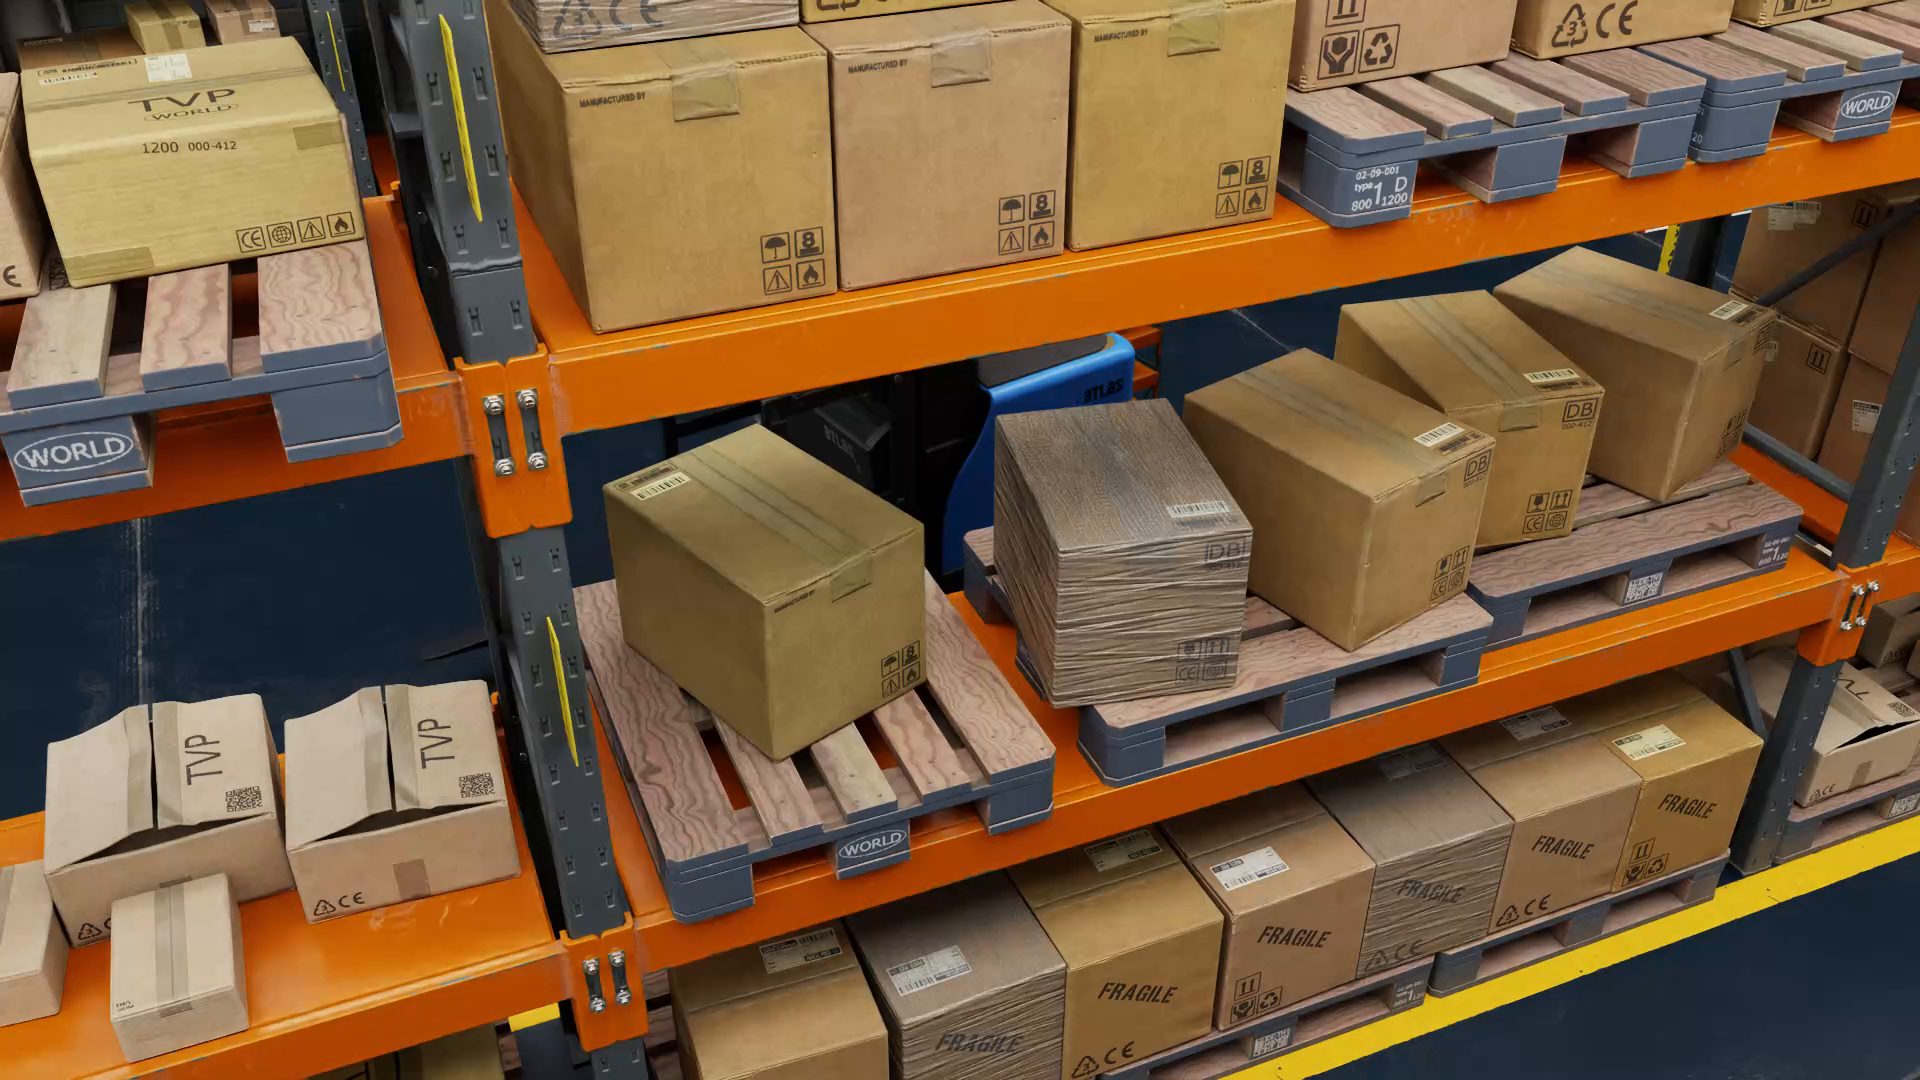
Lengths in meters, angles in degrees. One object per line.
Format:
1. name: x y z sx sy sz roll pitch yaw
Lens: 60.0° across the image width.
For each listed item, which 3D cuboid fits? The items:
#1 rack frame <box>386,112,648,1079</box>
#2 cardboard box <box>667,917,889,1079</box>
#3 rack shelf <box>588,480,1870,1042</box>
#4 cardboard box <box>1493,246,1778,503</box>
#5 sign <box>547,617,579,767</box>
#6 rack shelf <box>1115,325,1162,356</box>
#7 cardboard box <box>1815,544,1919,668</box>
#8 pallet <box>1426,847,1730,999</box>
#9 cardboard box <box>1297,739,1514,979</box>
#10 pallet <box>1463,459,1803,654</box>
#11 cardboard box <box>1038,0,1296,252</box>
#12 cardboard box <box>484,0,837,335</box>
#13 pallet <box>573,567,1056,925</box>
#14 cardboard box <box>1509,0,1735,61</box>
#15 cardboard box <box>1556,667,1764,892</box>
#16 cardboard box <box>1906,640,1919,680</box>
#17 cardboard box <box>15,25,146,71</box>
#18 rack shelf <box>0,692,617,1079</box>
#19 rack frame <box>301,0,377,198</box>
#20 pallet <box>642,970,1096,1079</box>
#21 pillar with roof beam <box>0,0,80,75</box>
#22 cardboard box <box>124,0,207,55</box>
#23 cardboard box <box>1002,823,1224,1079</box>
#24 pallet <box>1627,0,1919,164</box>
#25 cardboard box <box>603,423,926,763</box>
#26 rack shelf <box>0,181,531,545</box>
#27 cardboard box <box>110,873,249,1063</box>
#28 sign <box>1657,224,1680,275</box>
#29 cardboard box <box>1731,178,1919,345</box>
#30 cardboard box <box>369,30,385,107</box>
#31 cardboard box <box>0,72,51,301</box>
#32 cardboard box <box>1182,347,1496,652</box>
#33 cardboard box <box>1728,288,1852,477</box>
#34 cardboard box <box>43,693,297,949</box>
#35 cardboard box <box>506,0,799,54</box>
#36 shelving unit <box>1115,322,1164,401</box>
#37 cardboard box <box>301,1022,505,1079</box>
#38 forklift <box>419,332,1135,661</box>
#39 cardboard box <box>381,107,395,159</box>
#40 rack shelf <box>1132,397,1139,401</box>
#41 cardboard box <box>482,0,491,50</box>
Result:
1. rack frame: -1.042 0.524 4.194 0.127 3.000 1.000 -13 35 -19
2. cardboard box: -0.512 1.435 4.683 0.500 0.500 0.500 -11 35 -17
3. rack shelf: 0.802 0.403 5.039 4.000 0.370 1.077 -13 35 -19
4. cardboard box: 2.123 -0.551 5.369 0.500 0.500 0.700 -26 41 -34
5. sign: -0.824 0.317 3.450 0.005 0.325 0.100 -13 35 -19
6. rack shelf: 0.677 -0.908 7.758 0.480 0.148 0.258 -21 39 -29
7. cardboard box: 3.753 0.201 6.753 0.500 0.311 0.500 -13 35 -19
8. pallet: 1.911 1.039 5.959 1.213 0.211 1.003 -13 35 -19
9. cardboard box: 1.381 0.997 5.356 0.500 0.500 0.500 -12 35 -18
10. pallet: 1.867 -0.126 5.369 1.213 0.211 1.003 -13 35 -19
11. cardboard box: 0.297 -1.102 3.851 0.500 0.500 0.910 -13 35 -19
12. cardboard box: -0.653 -0.884 3.516 0.500 0.500 0.910 -13 35 -19
13. pallet: -0.444 0.426 4.521 1.003 0.211 1.213 -13 35 -19
14. cardboard box: 1.546 -1.616 4.164 0.600 0.600 0.600 -13 35 -19
15. cardboard box: 2.302 0.791 5.672 0.500 0.500 0.500 -13 35 -19
16. cardboard box: 3.911 0.515 6.402 0.250 0.166 0.380 -13 35 -19
17. cardboard box: -3.897 -1.956 7.511 0.500 0.500 0.700 -16 36 -23
18. rack shelf: -2.886 1.248 3.741 4.000 0.370 1.077 -13 35 -19
19. rack frame: -2.963 -1.966 8.021 0.127 3.000 1.000 -13 35 -19
20. pallet: -0.339 1.554 5.168 1.213 0.211 1.003 -13 35 -19
21. pillar with roof beam: -2.830 -2.476 3.305 0.400 9.000 9.100 -13 35 -19
22. cardboard box: -3.560 -2.301 7.446 0.250 0.149 0.380 -19 38 -27
23. cardboard box: 0.433 1.218 5.016 0.500 0.500 0.500 -13 35 -20
24. pallet: 2.018 -1.396 4.568 1.003 0.211 1.213 -13 35 -19
25. cardboard box: -0.505 0.117 4.344 0.500 0.500 0.700 -26 41 -34
26. rack shelf: -2.886 -0.009 2.923 4.000 0.370 1.077 -13 35 -19
27. cardboard box: -1.764 0.958 3.757 0.250 0.149 0.380 -13 35 -19
28. sign: 2.429 -0.954 5.673 0.005 0.325 0.100 -13 35 -19
29. cardboard box: 3.012 -1.018 5.556 0.500 0.500 0.500 -13 35 -19
30. cardboard box: -2.630 -2.373 8.264 0.500 0.500 0.500 -13 35 -19
31. cardboard box: -1.915 -0.602 2.928 0.500 0.250 0.500 -12 35 -18
32. cardboard box: 1.041 -0.134 4.729 0.500 0.500 0.700 -23 39 -31
33. cardboard box: 3.008 -0.597 5.825 0.500 0.500 0.500 -12 35 -18
34. cardboard box: -1.942 0.653 4.078 0.500 0.311 0.500 -13 35 -19
35. cardboard box: -0.637 -1.283 3.213 0.500 0.500 0.500 -13 35 -19
36. shelving unit: 0.677 -0.777 7.844 0.503 1.200 0.258 -21 39 -29
37. cardboard box: -1.430 1.500 4.316 0.500 0.311 0.500 -12 35 -18
38. forklift: -0.736 -0.916 6.470 3.031 2.935 1.130 -21 39 -29
39. cardboard box: -2.762 -2.067 8.388 0.250 0.149 0.380 -12 35 -18
40. rack shelf: 0.677 -0.554 7.989 0.480 0.148 0.258 -21 39 -29
41. cardboard box: -2.418 -2.428 7.660 0.500 0.250 0.500 -12 35 -18
